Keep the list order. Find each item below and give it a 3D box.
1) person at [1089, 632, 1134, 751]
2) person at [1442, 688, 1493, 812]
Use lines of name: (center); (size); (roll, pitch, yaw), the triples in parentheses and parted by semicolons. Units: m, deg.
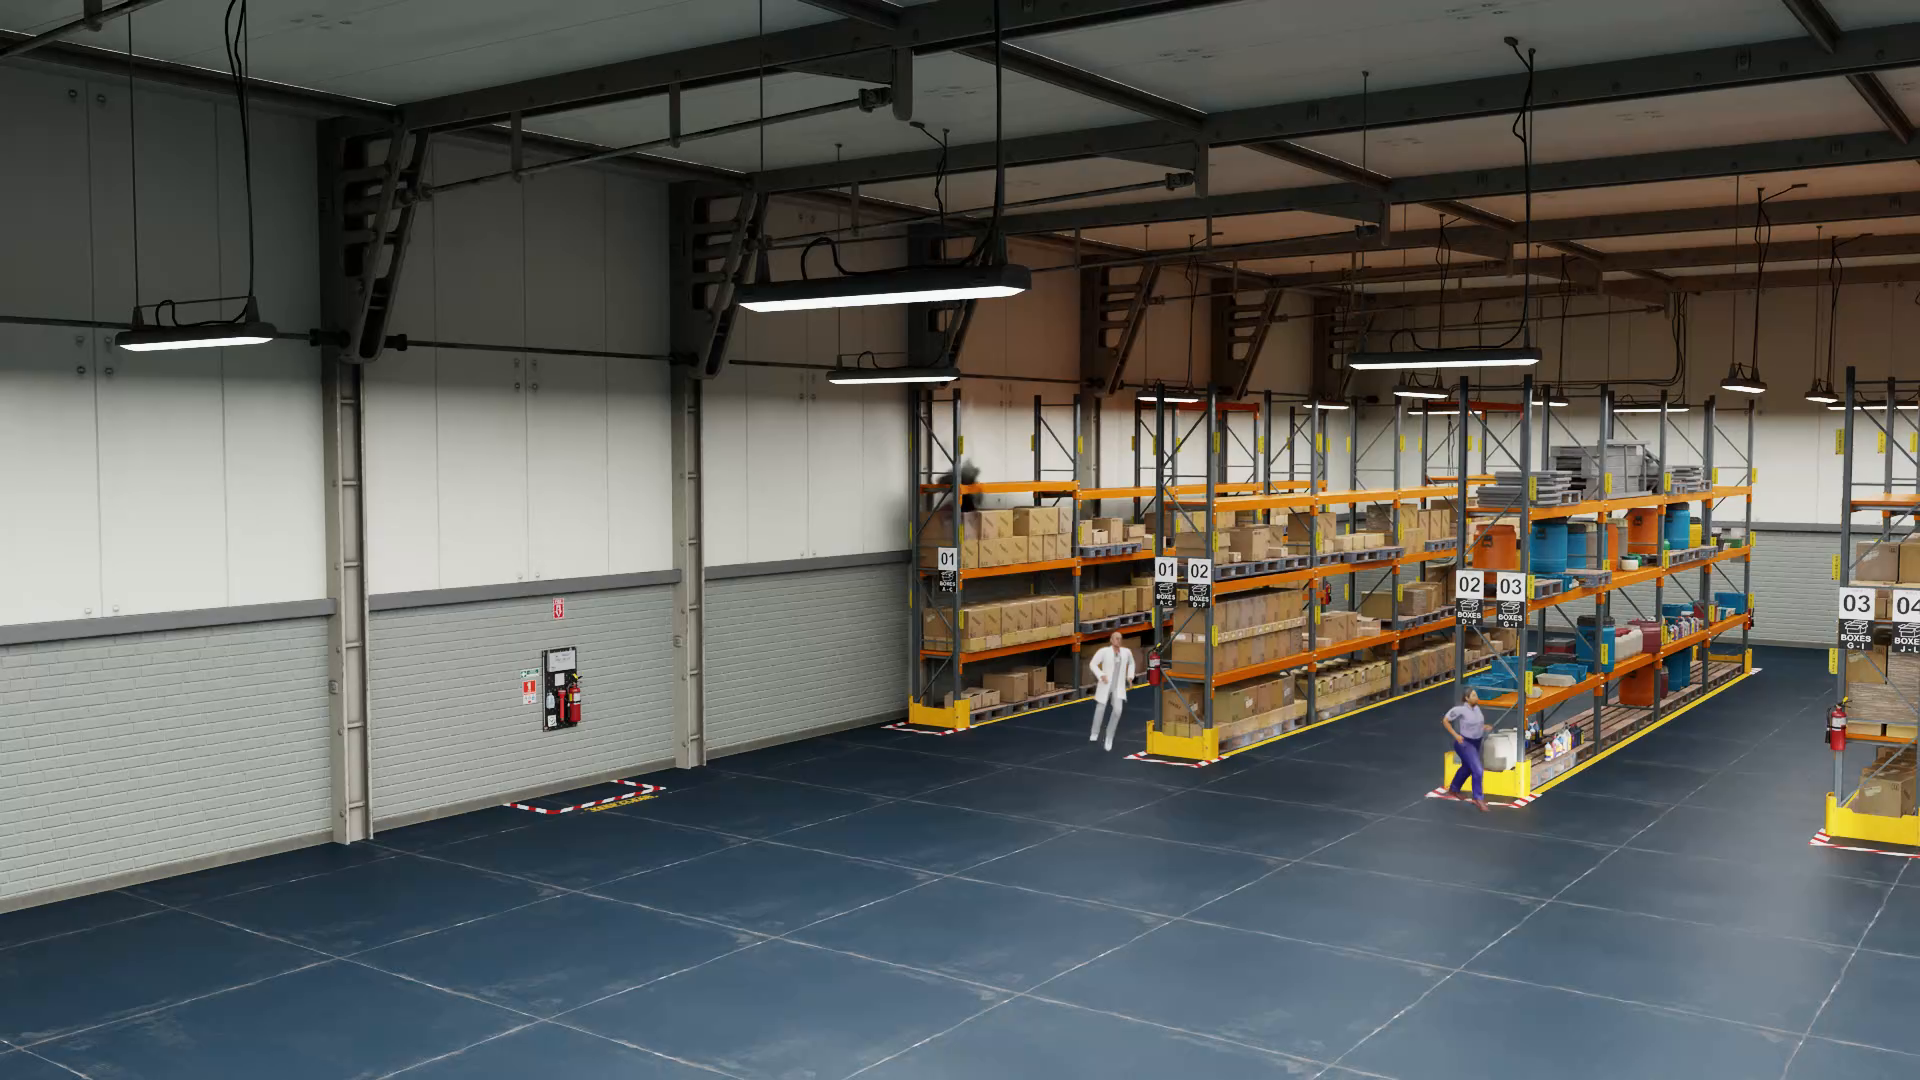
person: (2.421, 2.375, 26.332); (0.773, 1.847, 0.699); (0, 3, -6)
person: (6.998, 2.873, 22.945); (0.592, 1.687, 0.744); (-3, 4, -40)
